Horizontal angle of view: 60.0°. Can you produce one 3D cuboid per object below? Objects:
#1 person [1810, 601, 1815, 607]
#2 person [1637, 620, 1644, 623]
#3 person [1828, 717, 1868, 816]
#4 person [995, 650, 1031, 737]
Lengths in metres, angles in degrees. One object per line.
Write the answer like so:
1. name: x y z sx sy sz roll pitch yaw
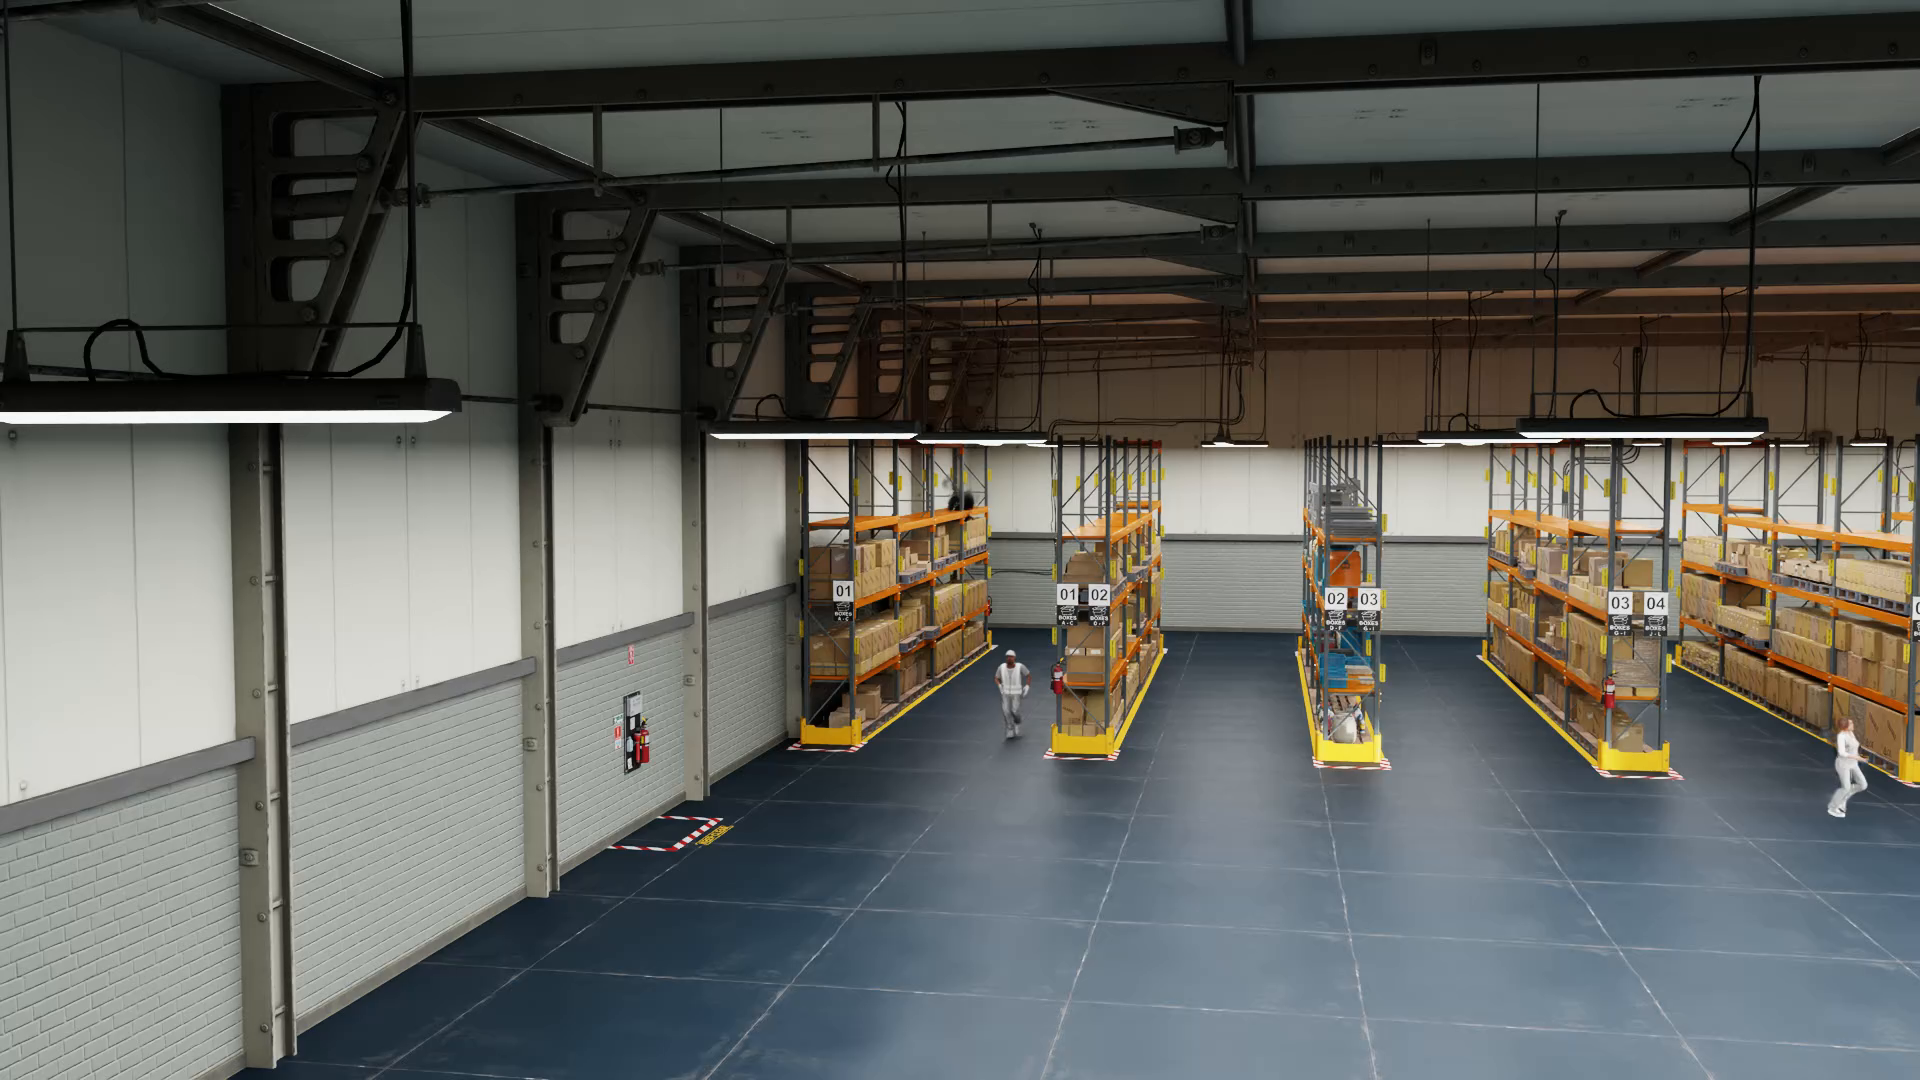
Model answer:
1. person: 23.312 2.420 45.294 0.584 1.730 0.655 1 3 11
2. person: 17.839 2.491 43.774 0.665 1.803 0.858 1 3 22
3. person: 13.851 3.536 25.891 0.528 1.568 0.587 -2 4 -36
4. person: 1.010 3.055 33.002 0.681 1.738 0.595 1 3 11
